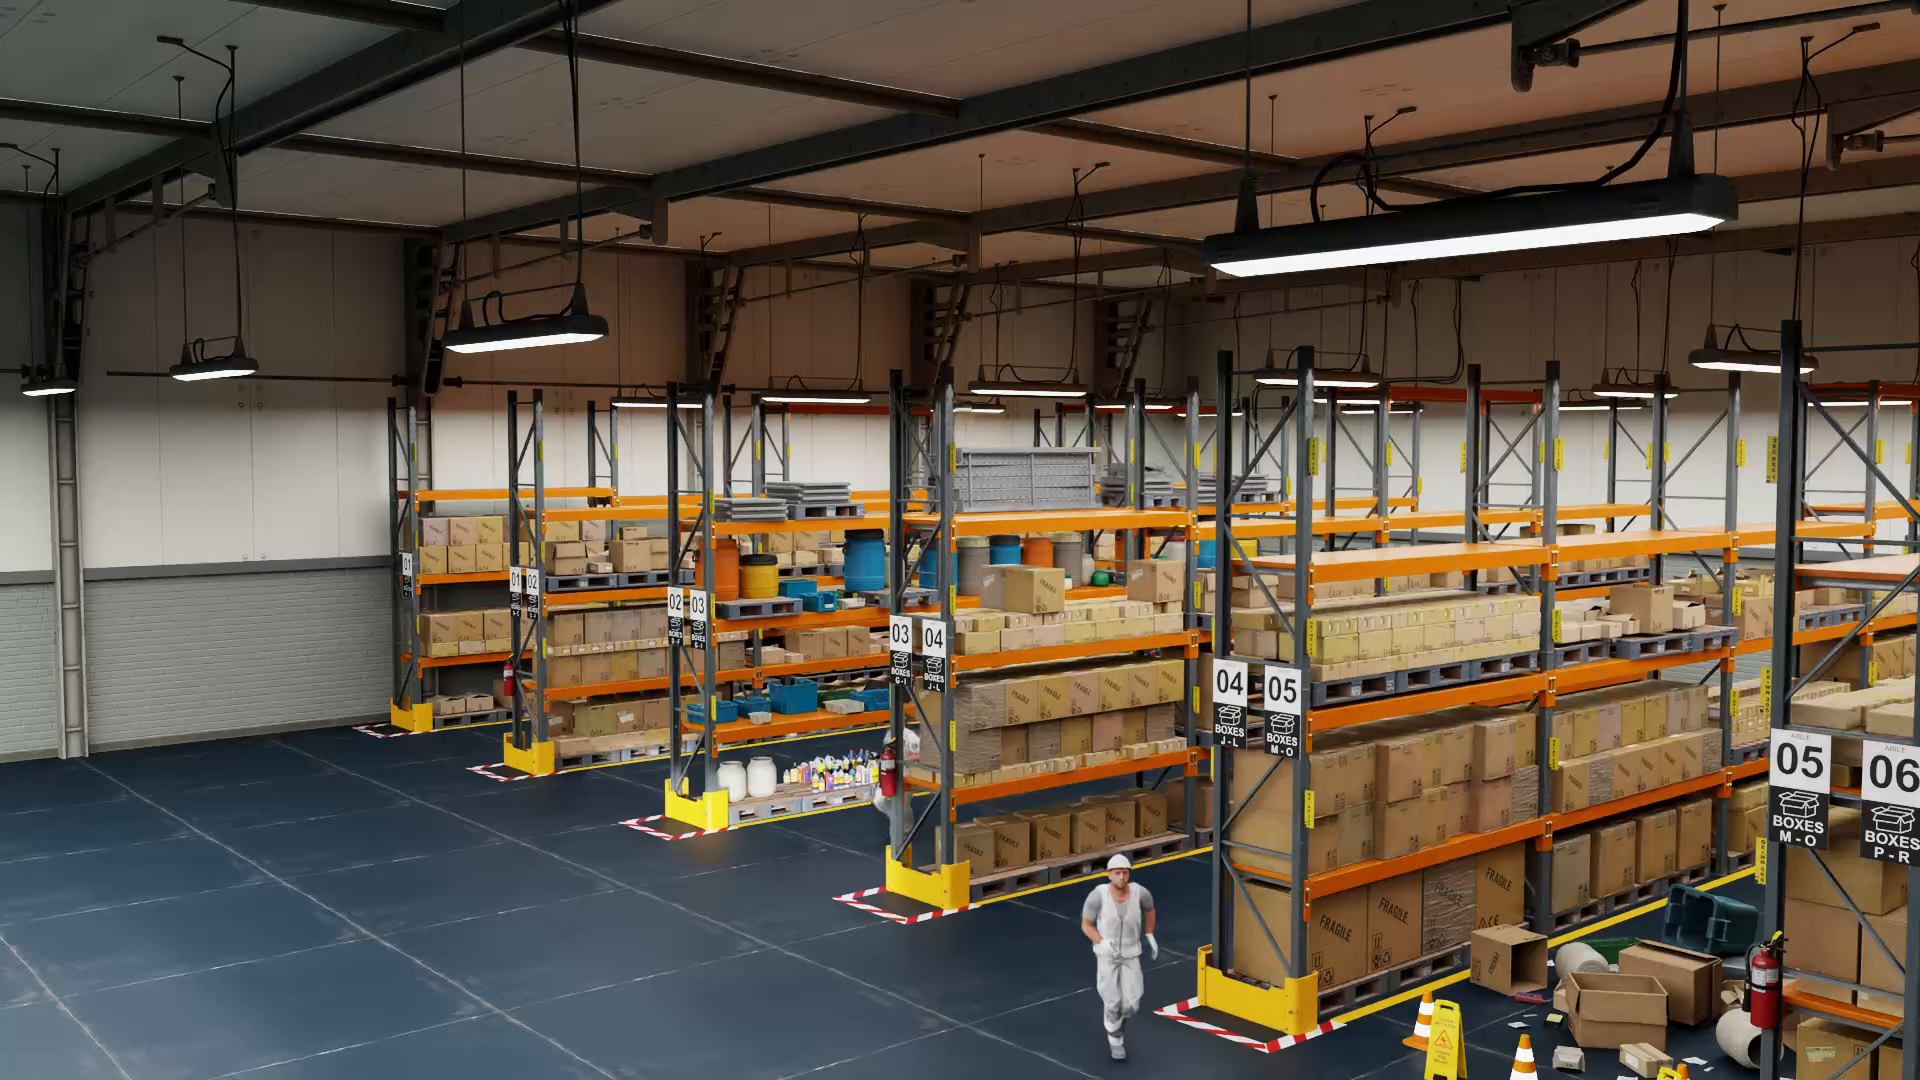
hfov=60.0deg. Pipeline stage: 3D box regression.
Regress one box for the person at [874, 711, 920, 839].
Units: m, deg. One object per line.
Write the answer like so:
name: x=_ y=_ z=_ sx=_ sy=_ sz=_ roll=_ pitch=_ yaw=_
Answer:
person: x=-0.798 y=3.026 z=21.494 sx=0.657 sy=1.738 sz=0.678 roll=2 pitch=4 yaw=34

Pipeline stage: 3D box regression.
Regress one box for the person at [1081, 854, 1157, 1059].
person: x=1.344 y=3.482 z=13.943 sx=0.659 sy=1.735 sz=0.647 roll=0 pitch=3 yaw=-4
